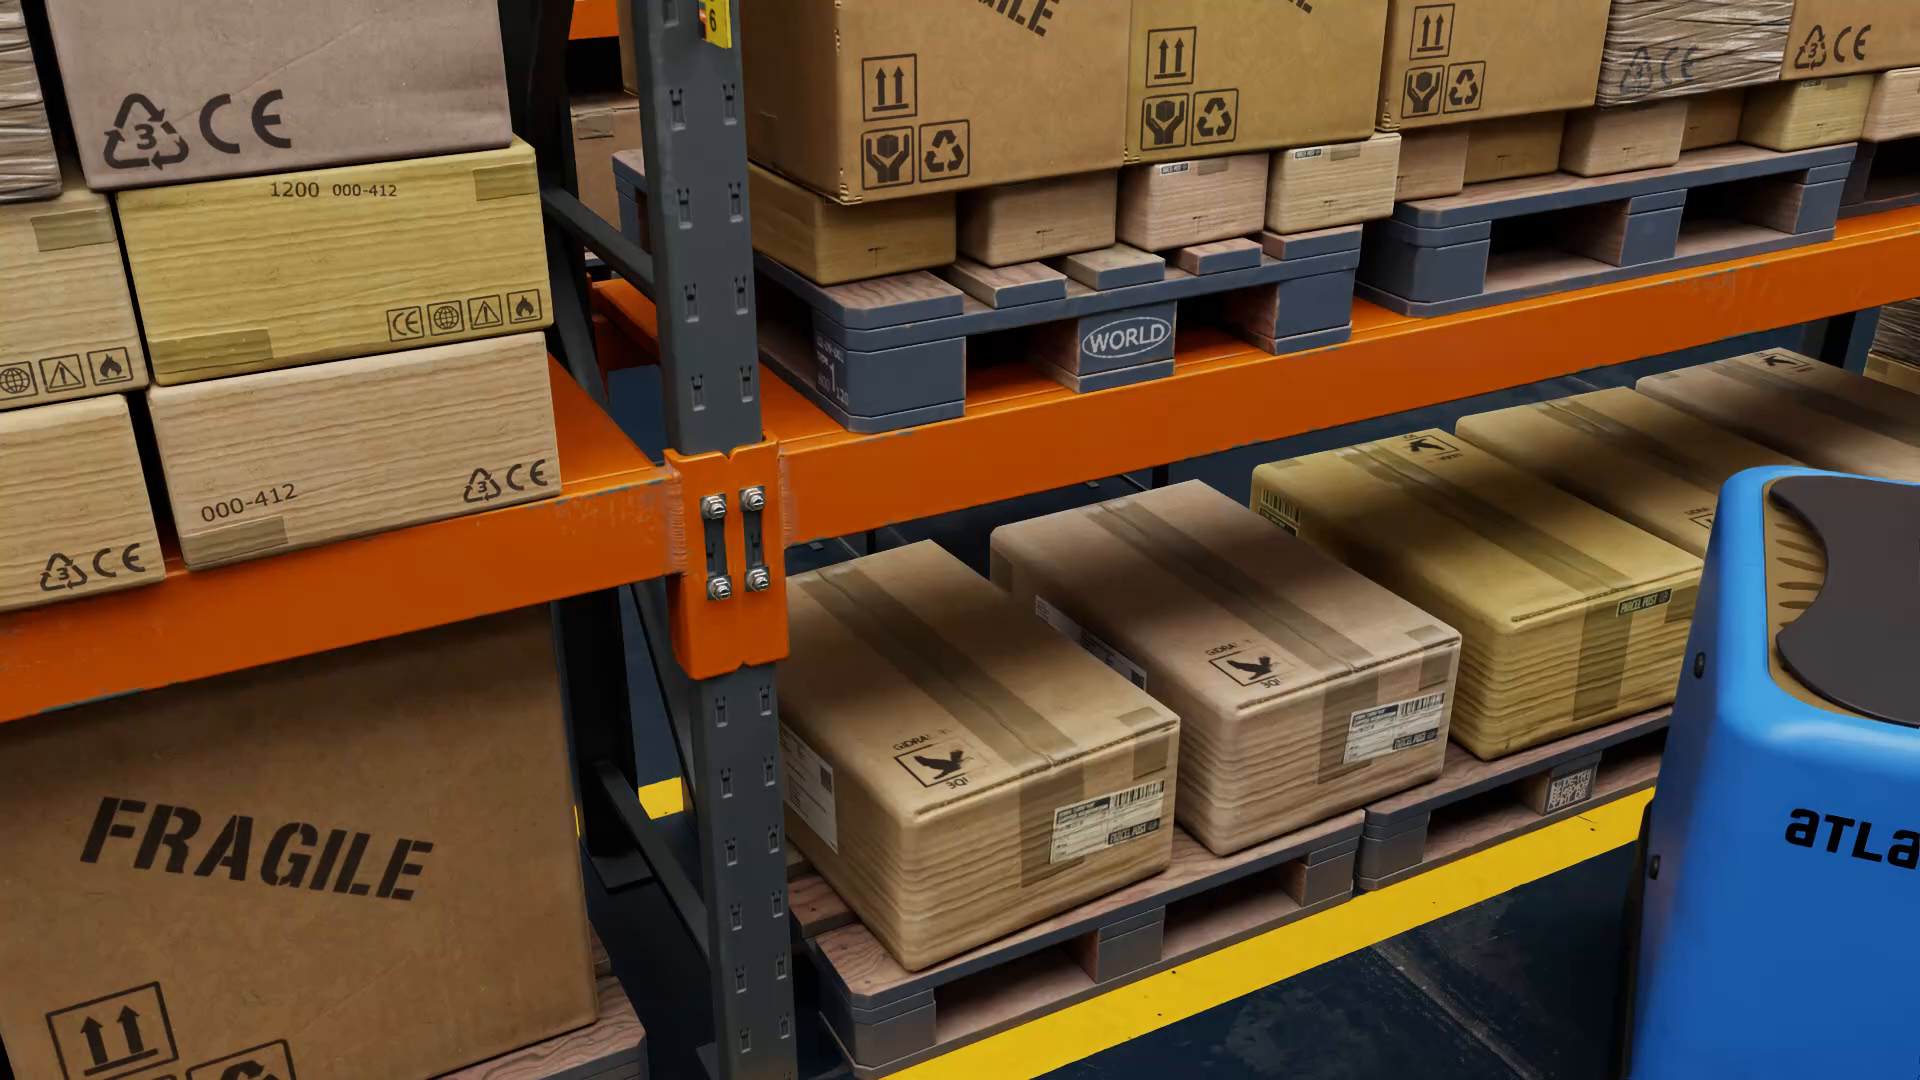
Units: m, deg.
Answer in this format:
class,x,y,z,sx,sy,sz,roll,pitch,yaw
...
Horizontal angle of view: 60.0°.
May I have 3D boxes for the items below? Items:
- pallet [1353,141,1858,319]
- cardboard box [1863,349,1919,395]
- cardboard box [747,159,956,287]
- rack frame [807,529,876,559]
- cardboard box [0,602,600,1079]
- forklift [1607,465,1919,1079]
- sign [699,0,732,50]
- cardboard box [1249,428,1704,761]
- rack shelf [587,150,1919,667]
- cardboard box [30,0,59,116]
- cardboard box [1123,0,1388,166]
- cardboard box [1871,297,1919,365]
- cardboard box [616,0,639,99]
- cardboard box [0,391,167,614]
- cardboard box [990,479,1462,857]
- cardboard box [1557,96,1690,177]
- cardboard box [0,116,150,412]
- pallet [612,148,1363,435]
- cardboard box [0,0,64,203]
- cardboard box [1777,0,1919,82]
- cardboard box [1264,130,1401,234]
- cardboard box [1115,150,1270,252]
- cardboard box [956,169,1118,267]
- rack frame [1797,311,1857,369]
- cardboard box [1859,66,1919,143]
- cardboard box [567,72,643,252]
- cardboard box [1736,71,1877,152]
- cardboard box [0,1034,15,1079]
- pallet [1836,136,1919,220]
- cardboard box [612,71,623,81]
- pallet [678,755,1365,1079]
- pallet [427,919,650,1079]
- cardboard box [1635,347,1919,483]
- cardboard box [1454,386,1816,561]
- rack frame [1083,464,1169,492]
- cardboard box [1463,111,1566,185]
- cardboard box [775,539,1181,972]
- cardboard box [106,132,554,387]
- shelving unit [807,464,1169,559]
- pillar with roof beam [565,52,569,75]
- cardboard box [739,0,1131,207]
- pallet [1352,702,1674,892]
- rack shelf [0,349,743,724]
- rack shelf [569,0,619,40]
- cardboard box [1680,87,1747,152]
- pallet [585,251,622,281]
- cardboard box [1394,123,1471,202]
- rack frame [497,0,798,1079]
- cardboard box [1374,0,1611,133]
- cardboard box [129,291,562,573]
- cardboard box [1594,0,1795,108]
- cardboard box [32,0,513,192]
class,x,y,z,sx,sy,sz,roll,pitch,yaw
pallet,1.145,-0.816,3.705,1.213,0.211,1.003,-13,29,-25
cardboard box,3.342,-0.471,5.457,0.500,0.250,0.500,-12,28,-23
cardboard box,-0.208,-0.555,2.745,0.250,0.149,0.380,-15,29,-28
rack frame,-0.373,-0.590,4.746,0.032,1.500,0.500,-13,29,-25
cardboard box,-1.231,0.394,2.933,0.875,0.875,0.875,-13,29,-26
forklift,2.626,-0.069,2.007,3.031,2.935,1.130,10,28,20
sign,-0.318,-0.794,2.101,0.005,0.325,0.100,-13,29,-25
cardboard box,1.240,0.095,4.137,0.625,0.372,0.950,-12,28,-23
rack shelf,1.182,-0.566,3.795,4.000,0.370,1.077,-13,29,-25
cardboard box,-1.566,-0.867,2.320,0.500,0.500,0.500,-13,28,-25
cardboard box,0.380,-0.964,2.848,0.500,0.500,0.500,-11,28,-22
cardboard box,3.343,-0.809,5.294,0.500,0.500,0.500,-13,29,-26
cardboard box,-0.312,-1.051,3.028,0.500,0.500,0.500,-14,29,-27
cardboard box,-1.350,-0.104,2.173,0.500,0.250,0.500,-12,28,-24
cardboard box,0.568,0.247,3.820,0.625,0.372,0.950,-14,29,-26
cardboard box,1.241,-0.865,3.392,0.250,0.149,0.380,-12,28,-23
cardboard box,-1.341,-0.340,2.087,0.500,0.250,0.500,-14,29,-26
pallet,-0.004,-0.583,3.220,1.003,0.211,1.213,-13,29,-25
cardboard box,-1.364,-0.666,1.902,0.500,0.500,0.500,-12,28,-24
cardboard box,1.752,-1.281,3.507,0.500,0.500,0.500,-12,28,-23
cardboard box,0.573,-0.686,3.018,0.250,0.149,0.380,-13,28,-25
cardboard box,0.320,-0.638,2.917,0.250,0.149,0.380,-15,29,-28
cardboard box,0.057,-0.599,2.838,0.250,0.149,0.380,-15,29,-28
rack frame,2.947,-1.298,4.488,0.127,3.000,1.000,-13,29,-25
cardboard box,1.948,-0.998,3.667,0.250,0.149,0.380,-13,28,-25
cardboard box,-1.792,-1.755,7.698,0.625,0.625,0.875,-12,28,-23
cardboard box,1.716,-0.962,3.592,0.250,0.149,0.380,-13,29,-25
cardboard box,-2.020,0.574,2.558,0.875,0.875,0.875,-13,28,-24
pallet,2.204,-1.112,4.321,1.213,0.211,1.003,-13,29,-25
cardboard box,-1.198,-1.892,7.984,0.625,0.625,0.875,-14,29,-27
pallet,0.108,0.615,3.725,1.213,0.211,1.003,-13,29,-25
pallet,-1.314,0.905,3.120,1.213,0.211,1.003,-13,29,-25
cardboard box,2.485,-0.195,4.741,0.625,0.372,0.950,-13,28,-24
cardboard box,1.853,-0.047,4.434,0.625,0.372,0.950,-11,28,-22
rack frame,0.524,-0.797,5.177,0.032,1.500,0.500,-13,29,-25
cardboard box,0.979,-0.837,3.333,0.250,0.149,0.380,-12,28,-23
cardboard box,-0.079,0.401,3.501,0.625,0.372,0.950,-15,30,-29
cardboard box,-0.890,-0.445,2.308,0.500,0.250,0.500,-13,29,-25
shelving unit,0.075,-0.693,4.962,1.048,1.500,0.538,-13,29,-25
pillar with roof beam,-0.169,-4.048,3.285,0.400,9.000,9.100,-13,29,-25
cardboard box,-0.076,-0.855,2.621,0.500,0.500,0.500,-14,29,-27
pallet,1.183,0.368,4.239,1.213,0.211,1.003,-13,29,-25
rack shelf,-2.347,0.248,2.099,4.000,0.370,1.077,-13,29,-25
rack shelf,-1.157,-2.461,7.742,4.000,0.370,1.077,-13,29,-25
cardboard box,1.435,-0.947,3.562,0.250,0.149,0.380,-14,29,-27
pallet,-2.177,-1.274,7.660,1.213,0.211,1.003,-13,29,-25
cardboard box,0.749,-0.765,3.182,0.250,0.149,0.380,-11,28,-22
rack frame,-0.582,-0.483,2.791,0.127,3.000,1.000,-13,29,-25
cardboard box,0.845,-1.075,3.078,0.500,0.500,0.500,-12,28,-24
cardboard box,-0.906,-0.214,2.403,0.500,0.250,0.500,-14,29,-27
cardboard box,1.290,-1.174,3.284,0.500,0.500,0.500,-14,29,-27
cardboard box,-0.916,-0.774,2.126,0.500,0.500,0.500,-14,29,-26
